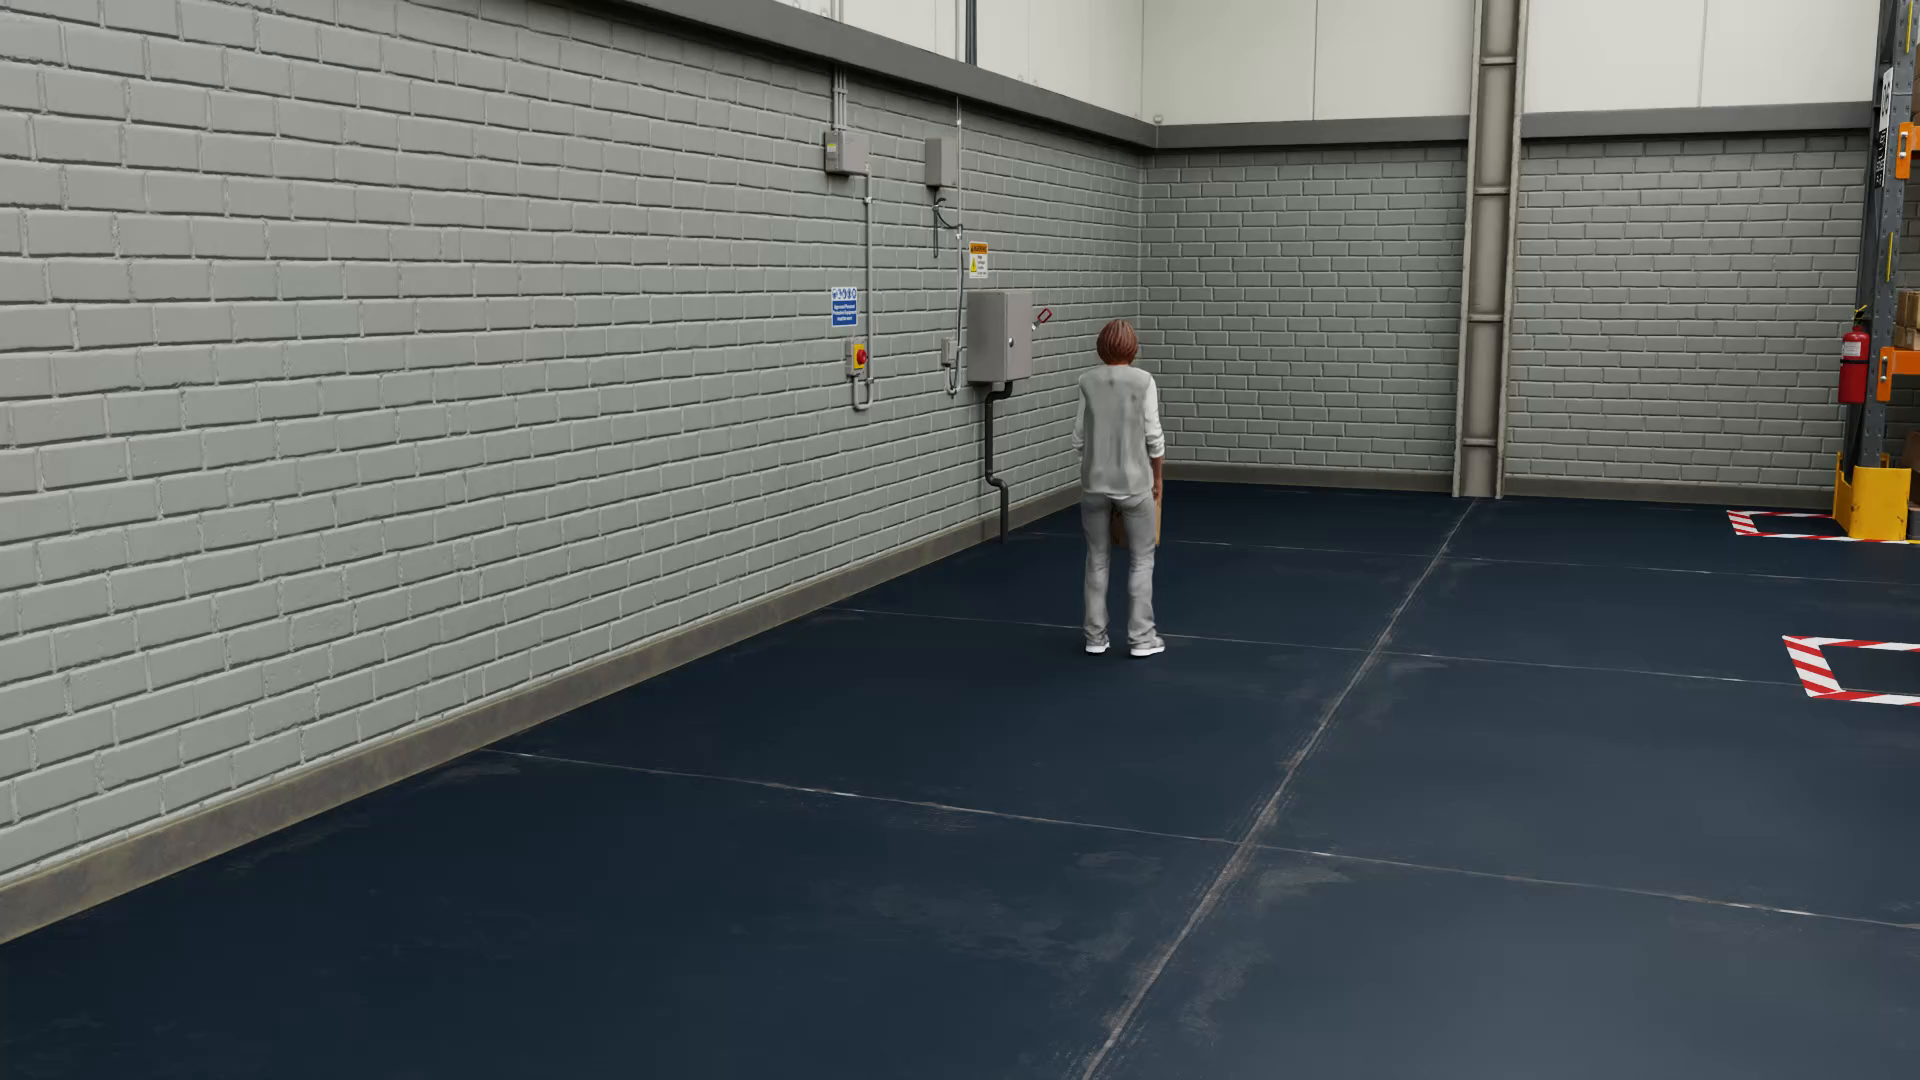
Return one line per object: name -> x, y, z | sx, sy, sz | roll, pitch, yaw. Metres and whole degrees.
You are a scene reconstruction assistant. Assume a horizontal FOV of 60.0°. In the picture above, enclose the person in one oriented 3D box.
person -> 0.753, -0.239, 7.934 | 0.447, 1.587, 0.347 | 3, 9, 20
